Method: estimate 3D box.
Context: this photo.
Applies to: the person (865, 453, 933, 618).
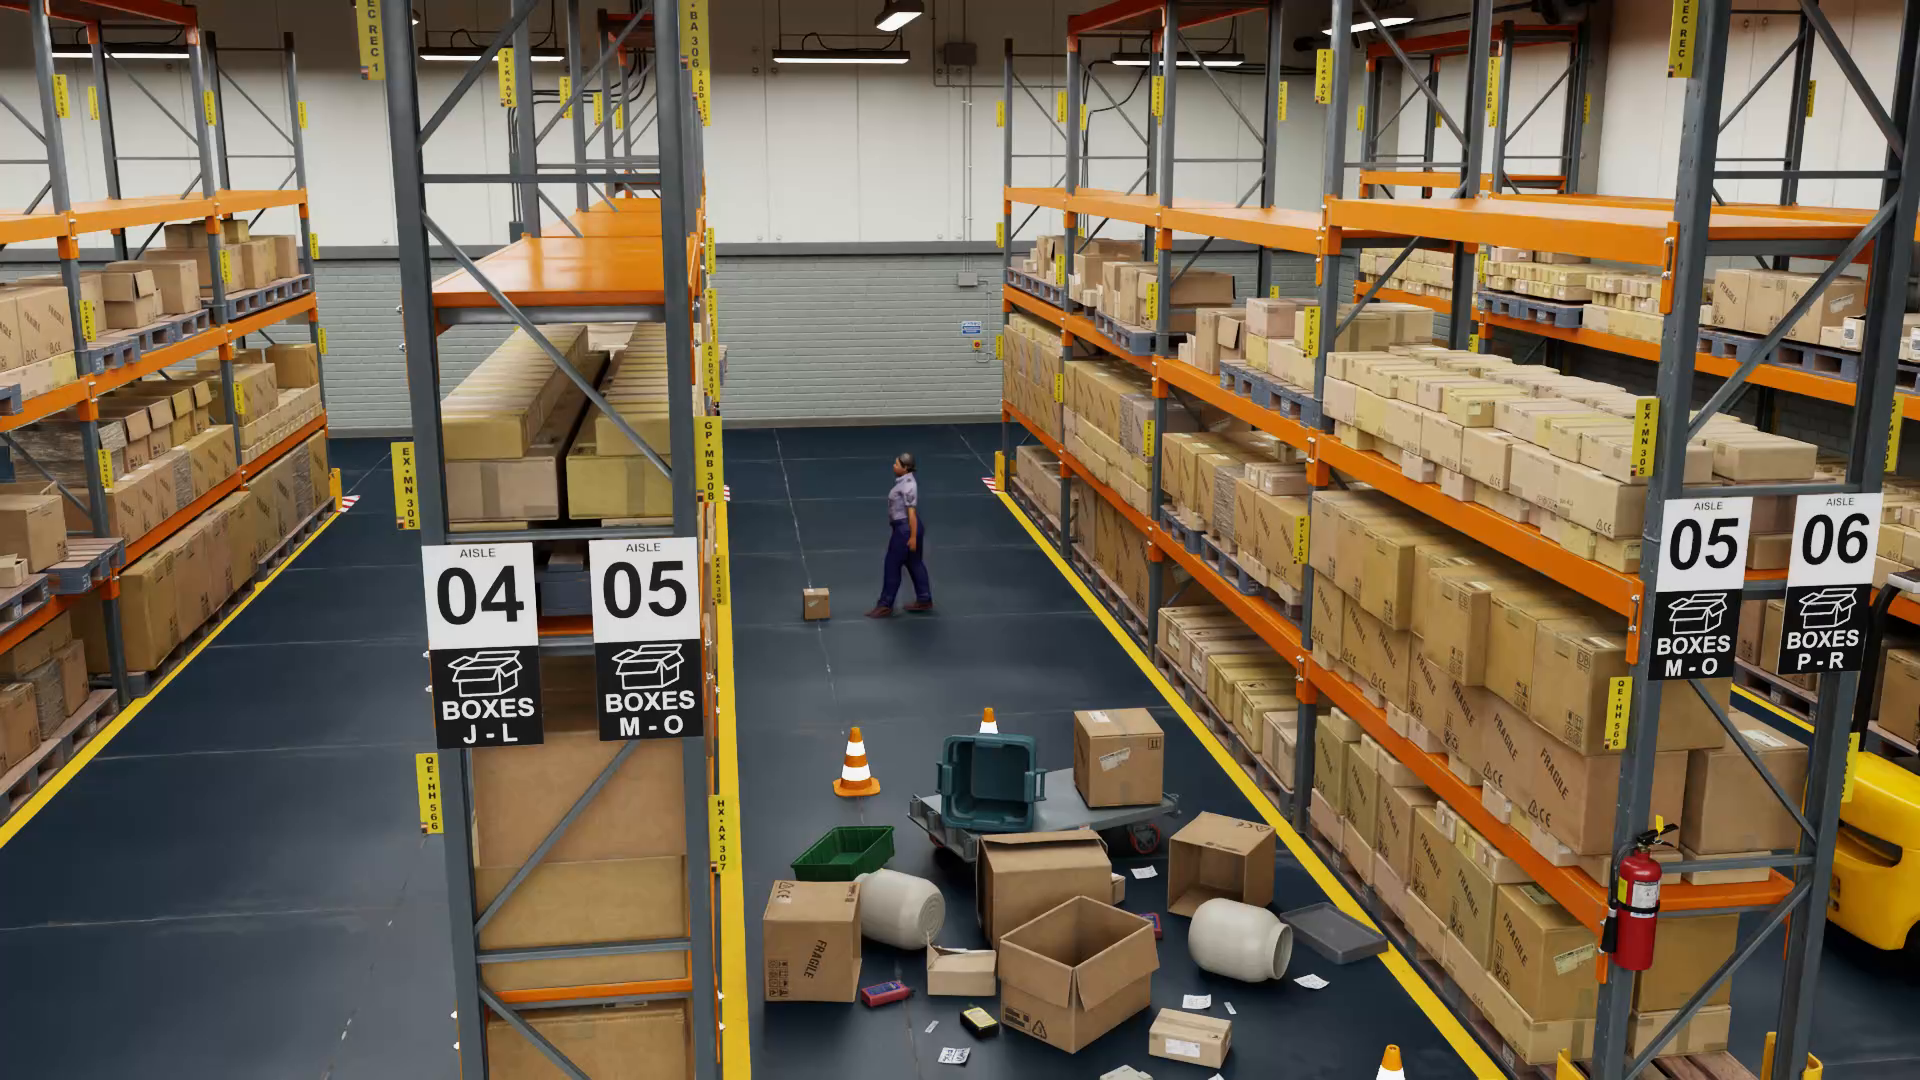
[{"bbox_3d":[-0.618,-0.066,16.795,0.683,1.656,0.493,0,13,1],"label":"person"}]
